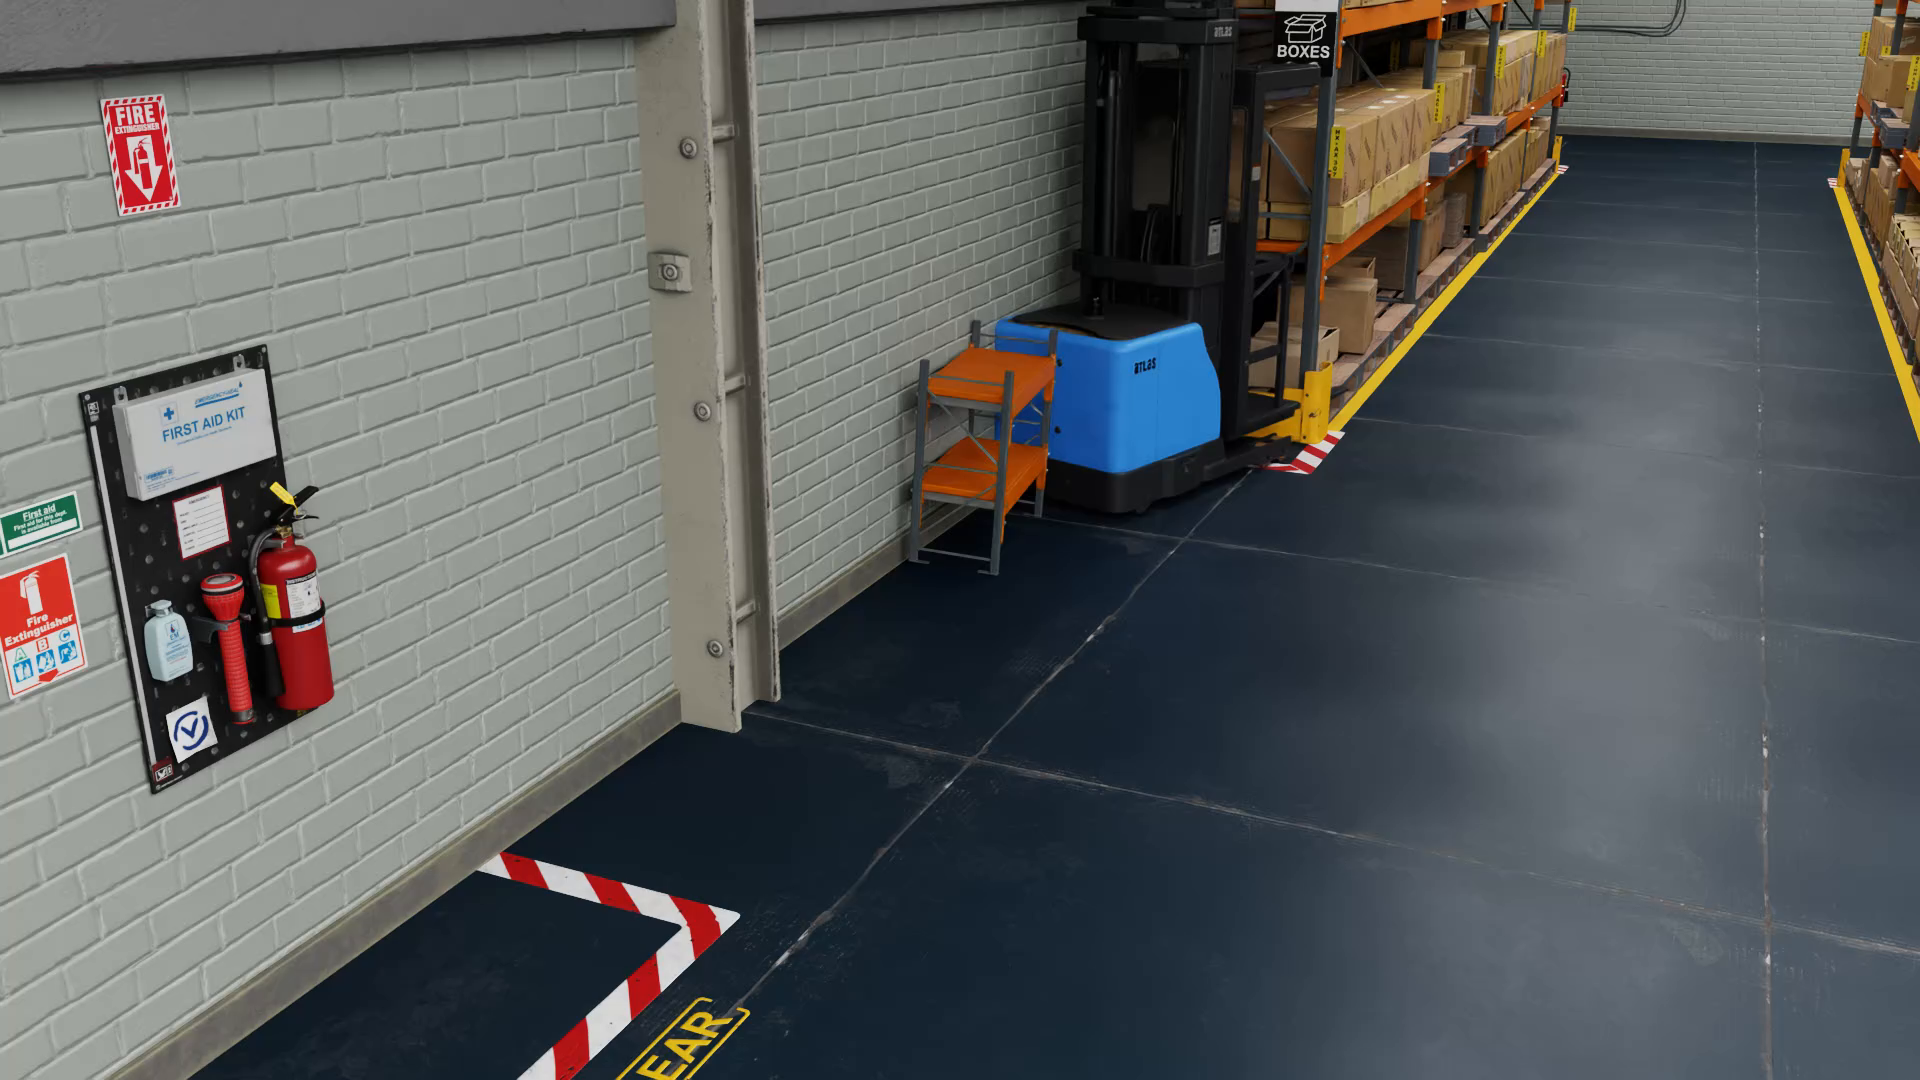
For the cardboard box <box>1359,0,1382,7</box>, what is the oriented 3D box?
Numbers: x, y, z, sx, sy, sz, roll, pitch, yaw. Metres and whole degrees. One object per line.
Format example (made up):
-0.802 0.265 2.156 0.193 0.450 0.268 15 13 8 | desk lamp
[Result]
2.553 -3.865 11.204 0.500 0.500 0.500 10 22 26 | cardboard box

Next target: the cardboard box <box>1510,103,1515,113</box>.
6.525 -5.277 20.176 0.380 0.149 0.250 9 21 23 | cardboard box

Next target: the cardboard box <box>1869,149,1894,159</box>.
12.135 -4.764 21.456 0.797 0.503 0.637 9 21 23 | cardboard box

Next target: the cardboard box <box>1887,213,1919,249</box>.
9.250 -2.982 16.016 0.500 0.311 0.500 9 22 25 | cardboard box

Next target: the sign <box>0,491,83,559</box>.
-2.381 -0.028 4.226 0.001 0.109 0.331 9 21 23 | sign

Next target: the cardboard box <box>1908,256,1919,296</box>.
8.206 -2.202 13.823 0.500 0.311 0.500 9 22 24 | cardboard box

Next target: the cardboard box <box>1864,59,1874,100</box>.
12.172 -6.016 21.761 0.500 0.500 0.500 8 21 23 | cardboard box

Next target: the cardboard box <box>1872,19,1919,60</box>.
12.170 -6.486 21.588 0.500 0.500 0.500 9 21 23 | cardboard box

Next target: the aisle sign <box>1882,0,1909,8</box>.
12.769 -7.666 22.669 0.394 0.787 0.004 9 21 23 | aisle sign

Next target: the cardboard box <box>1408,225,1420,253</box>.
4.026 -2.812 15.974 0.700 0.500 0.500 8 21 22 | cardboard box

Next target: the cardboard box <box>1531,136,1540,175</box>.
7.670 -5.380 23.225 0.700 0.500 0.500 9 22 24 | cardboard box

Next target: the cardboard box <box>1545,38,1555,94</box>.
7.680 -6.587 23.067 0.980 0.700 0.700 7 21 20 | cardboard box

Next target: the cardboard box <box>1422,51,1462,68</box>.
4.980 -4.963 17.175 0.380 0.149 0.250 5 20 14 | cardboard box

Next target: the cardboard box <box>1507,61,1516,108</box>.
6.071 -5.234 19.086 0.500 0.500 0.500 8 21 22 | cardboard box

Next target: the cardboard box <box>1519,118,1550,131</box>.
8.302 -6.014 24.040 0.380 0.149 0.250 9 22 24 | cardboard box

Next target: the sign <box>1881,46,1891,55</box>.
10.872 -5.638 19.552 0.100 0.325 0.005 9 21 23 | sign

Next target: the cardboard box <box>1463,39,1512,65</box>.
5.852 -5.431 18.522 0.500 0.250 0.500 8 21 22 | cardboard box

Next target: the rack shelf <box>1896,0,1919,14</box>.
10.552 -5.621 17.393 1.077 0.370 4.000 9 21 23 | rack shelf

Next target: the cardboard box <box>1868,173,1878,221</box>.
10.742 -3.908 19.055 0.500 0.500 0.500 9 21 23 | cardboard box

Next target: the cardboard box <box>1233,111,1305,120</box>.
2.150 -2.786 11.900 0.500 0.500 0.500 9 21 23 | cardboard box

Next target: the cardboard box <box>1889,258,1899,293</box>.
8.838 -2.404 15.228 0.500 0.250 0.500 8 21 21 | cardboard box

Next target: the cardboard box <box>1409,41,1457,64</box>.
5.161 -5.338 18.259 0.500 0.250 0.500 9 22 24 | cardboard box

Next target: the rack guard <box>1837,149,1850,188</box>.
12.977 -5.179 23.286 1.175 0.500 0.348 9 21 23 | rack guard

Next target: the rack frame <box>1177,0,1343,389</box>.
1.936 -2.168 11.088 1.000 3.000 0.127 9 21 23 | rack frame

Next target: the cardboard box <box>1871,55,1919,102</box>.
10.973 -5.288 19.087 0.700 0.500 0.500 2 20 4 | cardboard box

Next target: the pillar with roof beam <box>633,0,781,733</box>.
2.904 -2.902 4.200 9.100 9.000 0.400 9 21 23 | pillar with roof beam

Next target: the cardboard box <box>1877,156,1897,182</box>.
10.541 -4.120 18.533 0.500 0.250 0.500 9 21 23 | cardboard box

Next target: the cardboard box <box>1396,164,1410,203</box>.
3.253 -2.836 13.160 0.500 0.250 0.500 8 21 22 | cardboard box

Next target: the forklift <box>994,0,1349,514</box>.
1.528 -1.950 10.578 1.130 2.935 3.031 16 25 38 | forklift

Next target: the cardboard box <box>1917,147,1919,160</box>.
9.190 -3.646 15.377 0.500 0.311 0.500 8 21 22 | cardboard box

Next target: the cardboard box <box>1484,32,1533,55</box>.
6.674 -6.053 20.271 0.500 0.250 0.500 9 21 24 | cardboard box

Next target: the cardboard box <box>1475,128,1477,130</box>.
5.558 -4.573 18.197 0.380 0.149 0.250 8 21 22 | cardboard box

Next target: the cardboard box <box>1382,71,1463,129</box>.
4.539 -4.339 16.386 0.700 0.500 0.500 9 21 23 | cardboard box

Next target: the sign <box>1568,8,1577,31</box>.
8.977 -7.637 24.386 0.100 0.325 0.005 9 21 23 | sign

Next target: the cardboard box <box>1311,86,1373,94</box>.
3.191 -3.568 14.099 0.500 0.500 0.500 8 21 21 | cardboard box

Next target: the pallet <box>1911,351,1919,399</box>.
7.731 -1.161 12.418 1.003 0.211 1.213 9 21 23 | pallet

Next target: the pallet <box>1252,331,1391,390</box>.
2.833 -1.492 13.350 1.003 0.211 1.213 9 21 23 | pallet

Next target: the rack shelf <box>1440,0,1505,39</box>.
4.393 -5.076 15.863 1.077 0.370 4.000 9 21 23 | rack shelf

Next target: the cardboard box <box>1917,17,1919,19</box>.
13.077 -6.725 22.260 0.500 0.500 0.500 8 21 22 | cardboard box

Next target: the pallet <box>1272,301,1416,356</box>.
3.331 -1.867 14.402 1.003 0.211 1.213 9 21 23 | pallet

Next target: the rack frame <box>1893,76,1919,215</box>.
9.733 -3.935 16.056 1.000 3.000 0.127 9 21 23 | rack frame

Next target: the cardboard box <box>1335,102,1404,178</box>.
3.035 -3.031 12.589 0.500 0.500 0.500 9 22 24 | cardboard box

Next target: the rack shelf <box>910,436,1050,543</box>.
0.124 -0.311 9.346 0.538 0.278 1.000 9 21 14 | rack shelf

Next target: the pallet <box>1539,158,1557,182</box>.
8.232 -5.490 24.591 1.003 0.211 1.213 9 21 23 | pallet

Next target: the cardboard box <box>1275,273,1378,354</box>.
2.881 -1.788 13.094 0.700 0.500 0.500 7 21 19 | cardboard box

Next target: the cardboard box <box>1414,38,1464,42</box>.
5.376 -5.495 18.702 0.500 0.250 0.500 8 21 21 | cardboard box

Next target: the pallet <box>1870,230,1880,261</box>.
10.574 -3.216 18.196 1.003 0.211 1.213 9 21 23 | pallet

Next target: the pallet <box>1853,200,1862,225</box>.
11.653 -4.053 20.552 1.003 0.211 1.213 9 21 23 | pallet

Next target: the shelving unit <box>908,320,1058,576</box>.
0.140 -0.540 9.260 0.538 1.125 1.048 9 21 14 | shelving unit
